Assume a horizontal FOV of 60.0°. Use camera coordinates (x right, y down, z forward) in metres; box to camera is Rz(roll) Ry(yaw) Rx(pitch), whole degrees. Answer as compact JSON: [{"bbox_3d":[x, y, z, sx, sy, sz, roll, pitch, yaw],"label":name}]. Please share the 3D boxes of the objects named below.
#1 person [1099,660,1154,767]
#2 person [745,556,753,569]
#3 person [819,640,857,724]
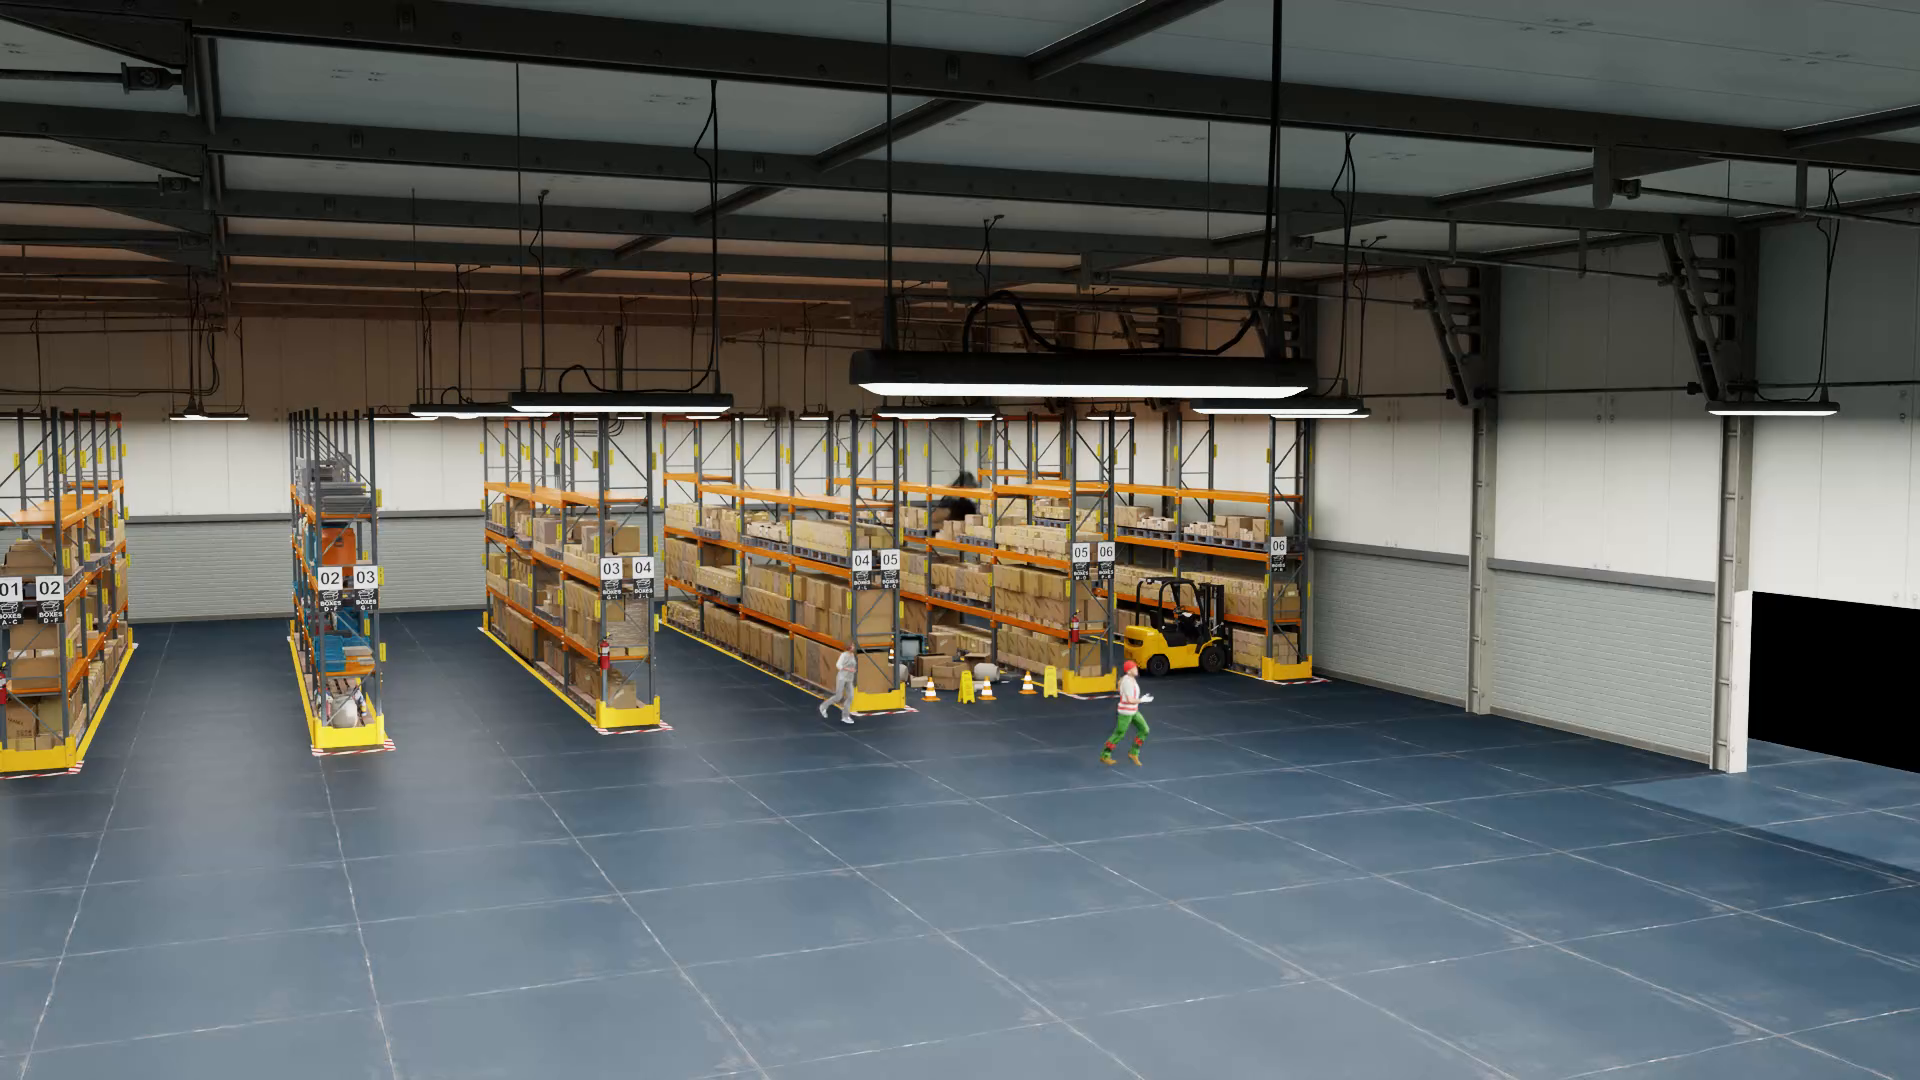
[{"bbox_3d":[2.790,2.888,27.687,0.888,1.794,0.673,1,4,19],"label":"person"},{"bbox_3d":[-6.454,1.327,50.952,0.672,1.656,0.547,-3,5,-36],"label":"person"},{"bbox_3d":[-2.240,2.718,32.020,0.833,1.531,0.579,3,5,33],"label":"person"}]
